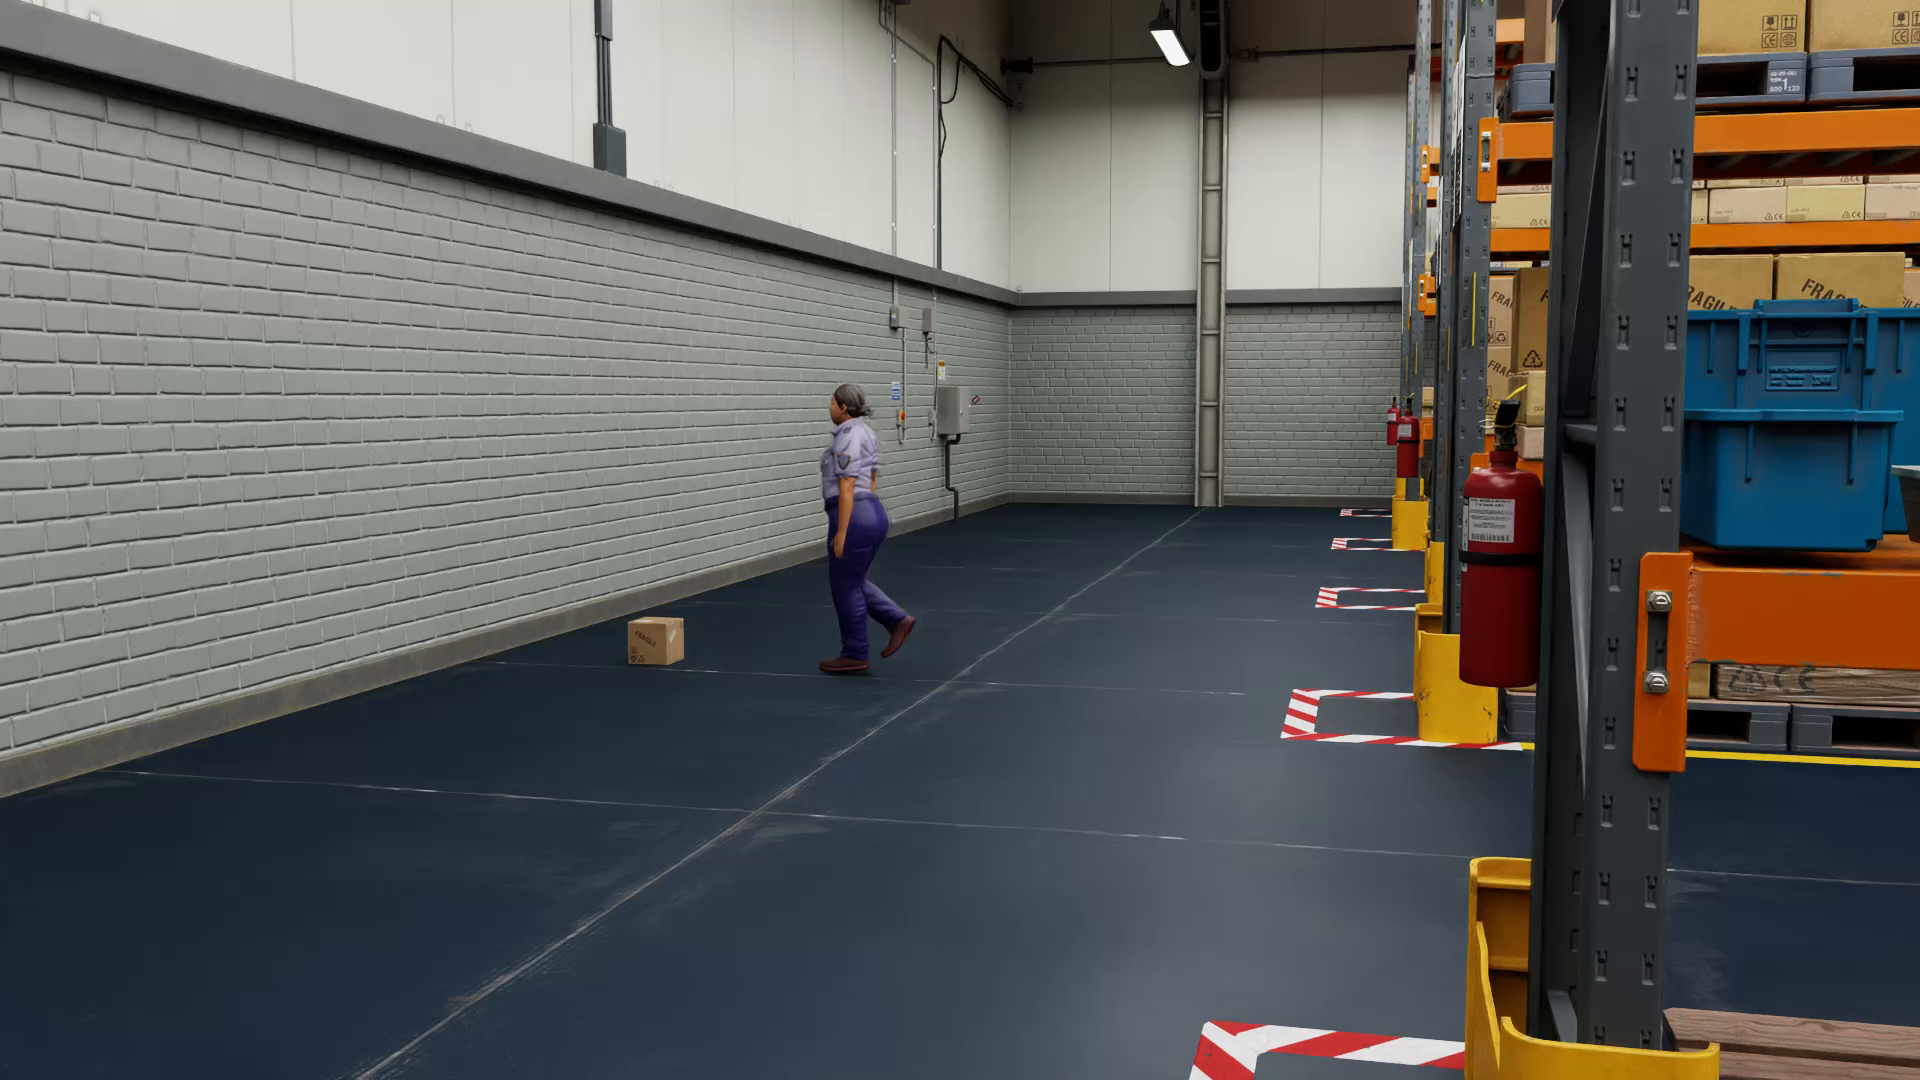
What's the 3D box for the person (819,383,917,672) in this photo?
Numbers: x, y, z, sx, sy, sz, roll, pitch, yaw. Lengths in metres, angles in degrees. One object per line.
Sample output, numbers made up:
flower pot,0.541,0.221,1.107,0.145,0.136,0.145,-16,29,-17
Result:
person,-0.538,-0.065,9.477,0.531,1.627,0.487,1,5,14
